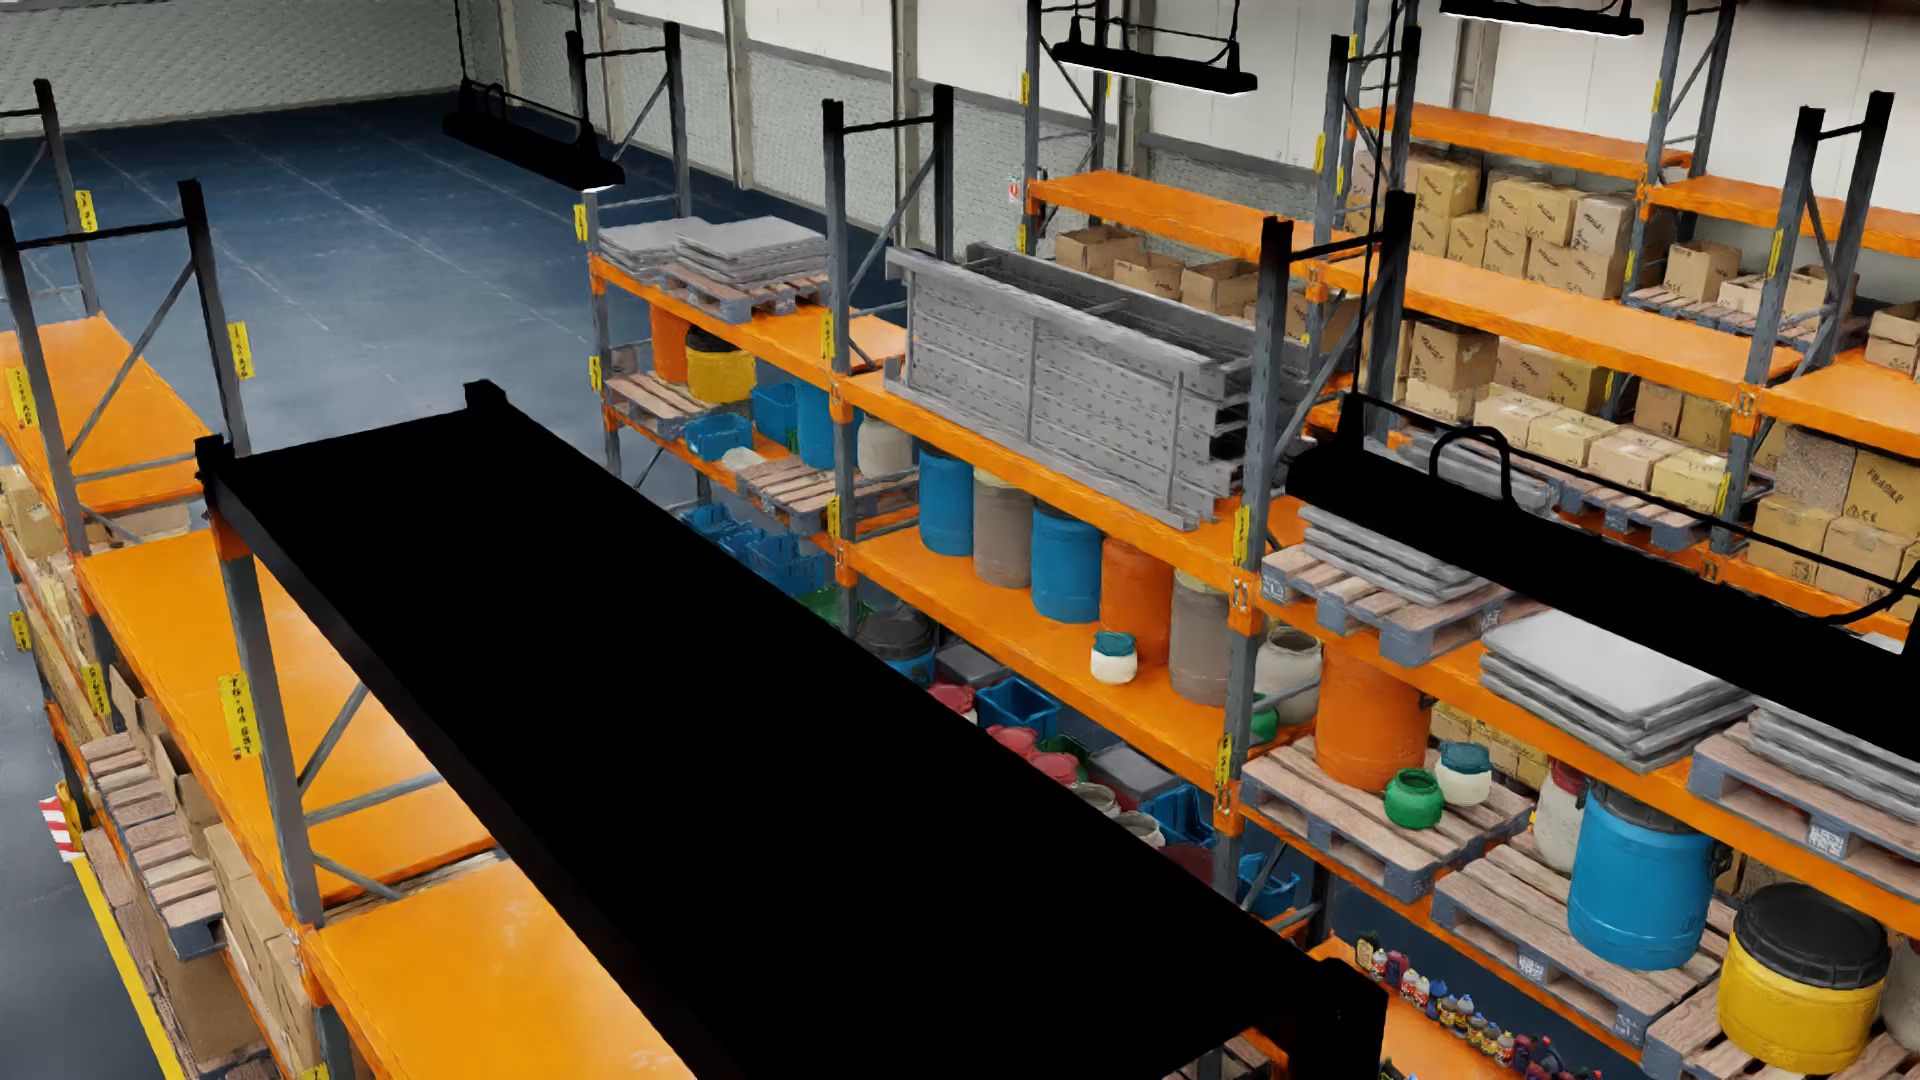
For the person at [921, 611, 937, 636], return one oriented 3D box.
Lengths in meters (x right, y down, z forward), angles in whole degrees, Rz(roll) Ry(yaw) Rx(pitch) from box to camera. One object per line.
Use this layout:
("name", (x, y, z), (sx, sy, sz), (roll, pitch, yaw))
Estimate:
("person", (-0.126, 0.444, 15.941), (0.557, 1.705, 1.116), (-19, 31, -35))
